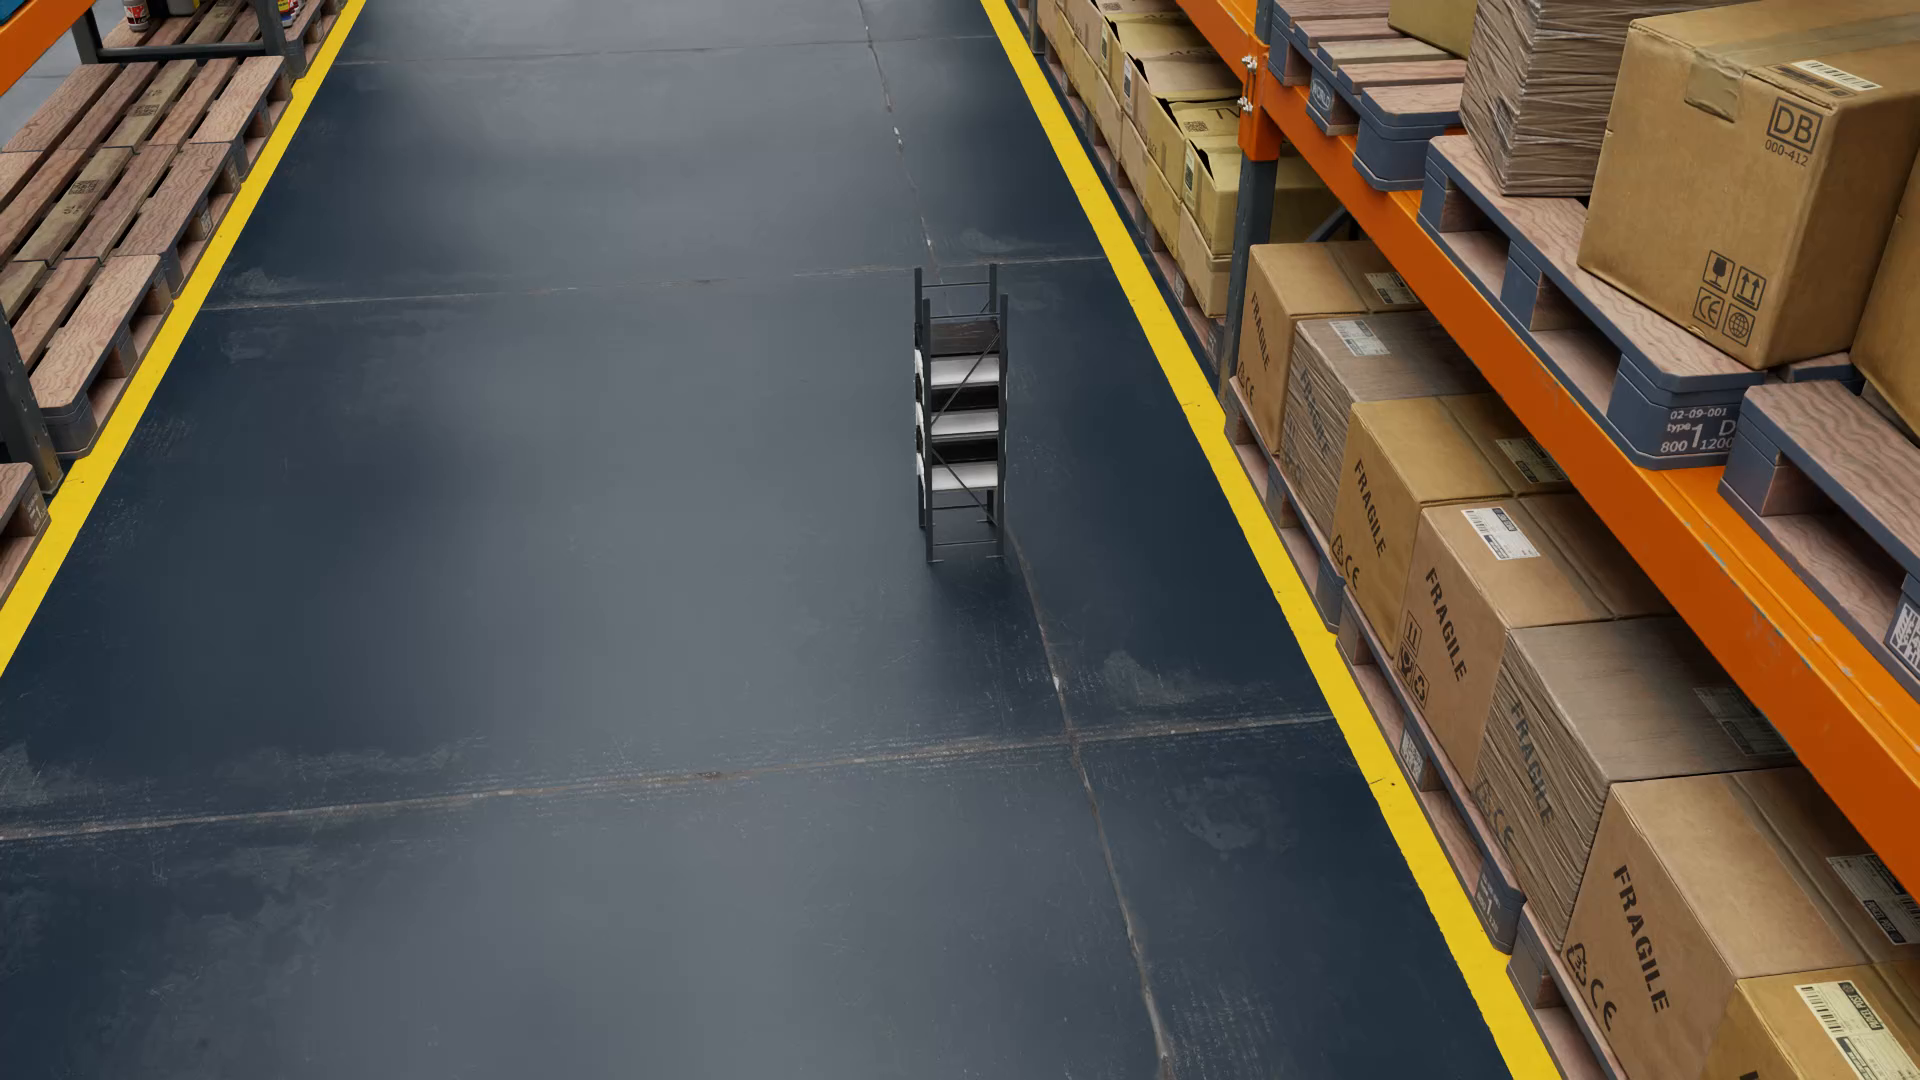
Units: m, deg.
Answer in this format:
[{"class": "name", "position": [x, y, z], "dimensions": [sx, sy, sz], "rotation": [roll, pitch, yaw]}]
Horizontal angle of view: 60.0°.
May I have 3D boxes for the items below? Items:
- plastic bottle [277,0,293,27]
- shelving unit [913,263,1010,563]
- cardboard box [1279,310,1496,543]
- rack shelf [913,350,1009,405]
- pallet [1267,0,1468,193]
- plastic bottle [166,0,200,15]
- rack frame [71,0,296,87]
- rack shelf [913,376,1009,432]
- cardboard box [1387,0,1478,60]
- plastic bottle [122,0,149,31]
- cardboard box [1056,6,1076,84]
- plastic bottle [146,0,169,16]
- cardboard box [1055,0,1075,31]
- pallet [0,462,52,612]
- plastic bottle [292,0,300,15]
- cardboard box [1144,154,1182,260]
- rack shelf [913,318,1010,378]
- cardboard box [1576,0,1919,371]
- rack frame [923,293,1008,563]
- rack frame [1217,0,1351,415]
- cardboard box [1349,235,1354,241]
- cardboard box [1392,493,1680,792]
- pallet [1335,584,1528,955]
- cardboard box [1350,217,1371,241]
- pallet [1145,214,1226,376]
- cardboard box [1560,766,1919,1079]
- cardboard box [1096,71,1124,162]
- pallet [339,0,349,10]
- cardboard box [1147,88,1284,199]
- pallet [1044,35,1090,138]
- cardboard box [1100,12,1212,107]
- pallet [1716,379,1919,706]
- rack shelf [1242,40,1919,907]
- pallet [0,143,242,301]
[{"class": "plastic bottle", "position": [-3.625, -2.875, 8.837], "dimensions": [0.097, 0.271, 0.097], "rotation": [0, 34, 0]}, {"class": "shelving unit", "position": [0.001, -0.367, 4.990], "dimensions": [0.258, 0.900, 0.210], "rotation": [-4, 35, -6]}, {"class": "cardboard box", "position": [1.284, -0.332, 4.902], "dimensions": [0.500, 0.500, 0.500], "rotation": [-6, 35, -8]}, {"class": "rack shelf", "position": [0.001, -0.489, 4.907], "dimensions": [0.258, 0.077, 0.200], "rotation": [-4, 35, -6]}, {"class": "pallet", "position": [1.591, -1.298, 4.661], "dimensions": [1.213, 0.211, 1.003], "rotation": [-4, 35, -6]}, {"class": "plastic bottle", "position": [-4.246, -3.045, 9.016], "dimensions": [0.144, 0.351, 0.185], "rotation": [-4, 35, -6]}, {"class": "rack frame", "position": [-4.016, -3.609, 7.882], "dimensions": [1.000, 3.000, 0.127], "rotation": [-4, 35, -6]}, {"class": "rack shelf", "position": [0.001, -0.414, 4.958], "dimensions": [0.258, 0.077, 0.200], "rotation": [-4, 35, -6]}, {"class": "cardboard box", "position": [1.627, -1.622, 4.505], "dimensions": [0.700, 0.500, 0.500], "rotation": [-16, 37, -22]}, {"class": "plastic bottle", "position": [-4.374, -2.813, 8.809], "dimensions": [0.097, 0.201, 0.097], "rotation": [0, 34, 0]}, {"class": "cardboard box", "position": [0.769, -2.490, 8.309], "dimensions": [0.500, 0.250, 0.500], "rotation": [-4, 34, -5]}, {"class": "plastic bottle", "position": [-4.389, -3.034, 9.000], "dimensions": [0.144, 0.351, 0.185], "rotation": [-5, 35, -8]}, {"class": "cardboard box", "position": [0.763, -2.722, 8.151], "dimensions": [0.500, 0.311, 0.500], "rotation": [-5, 35, -7]}, {"class": "pallet", "position": [-3.331, 0.212, 4.751], "dimensions": [1.003, 0.211, 1.213], "rotation": [-4, 35, -6]}, {"class": "plastic bottle", "position": [-3.652, -2.959, 9.023], "dimensions": [0.097, 0.201, 0.097], "rotation": [0, 34, 0]}, {"class": "cardboard box", "position": [1.045, -1.350, 6.636], "dimensions": [0.500, 0.250, 0.500], "rotation": [-5, 35, -7]}, {"class": "rack shelf", "position": [0.001, -0.563, 4.857], "dimensions": [0.258, 0.077, 0.200], "rotation": [-4, 35, -6]}, {"class": "cardboard box", "position": [1.670, -0.714, 3.172], "dimensions": [0.700, 0.500, 0.500], "rotation": [-13, 36, -18]}, {"class": "rack frame", "position": [0.015, -0.311, 4.907], "dimensions": [0.240, 0.900, 0.006], "rotation": [-4, 35, -6]}, {"class": "rack frame", "position": [1.430, -1.750, 5.154], "dimensions": [1.000, 3.000, 0.127], "rotation": [-4, 35, -6]}, {"class": "cardboard box", "position": [1.651, -1.102, 6.272], "dimensions": [0.500, 0.250, 0.500], "rotation": [-4, 35, -7]}, {"class": "cardboard box", "position": [1.422, 0.240, 4.064], "dimensions": [0.500, 0.500, 0.500], "rotation": [-5, 35, -8]}, {"class": "pallet", "position": [1.654, 0.501, 4.327], "dimensions": [1.003, 0.211, 1.213], "rotation": [-4, 35, -6]}, {"class": "cardboard box", "position": [1.651, -1.334, 6.114], "dimensions": [0.500, 0.311, 0.500], "rotation": [-3, 34, -5]}, {"class": "pallet", "position": [1.358, -1.060, 6.618], "dimensions": [1.003, 0.211, 1.213], "rotation": [-4, 35, -6]}, {"class": "cardboard box", "position": [1.560, 0.803, 3.237], "dimensions": [0.500, 0.500, 0.500], "rotation": [-4, 35, -6]}, {"class": "cardboard box", "position": [0.908, -1.918, 7.469], "dimensions": [0.500, 0.250, 0.500], "rotation": [-4, 34, -5]}, {"class": "pallet", "position": [-4.233, -3.517, 10.223], "dimensions": [1.003, 0.211, 1.213], "rotation": [-4, 35, -6]}, {"class": "cardboard box", "position": [1.039, -1.582, 6.479], "dimensions": [0.500, 0.311, 0.500], "rotation": [-5, 35, -7]}, {"class": "pallet", "position": [1.030, -2.422, 8.616], "dimensions": [1.003, 0.211, 1.213], "rotation": [-4, 35, -6]}, {"class": "cardboard box", "position": [0.909, -2.144, 7.303], "dimensions": [0.500, 0.311, 0.500], "rotation": [-3, 34, -5]}, {"class": "pallet", "position": [1.969, 0.107, 2.600], "dimensions": [1.003, 0.211, 1.213], "rotation": [-4, 35, -6]}, {"class": "rack shelf", "position": [1.699, -0.337, 3.719], "dimensions": [1.077, 0.370, 4.000], "rotation": [-4, 35, -6]}, {"class": "pallet", "position": [-3.705, -1.339, 7.028], "dimensions": [1.003, 0.211, 1.213], "rotation": [-4, 35, -6]}]
